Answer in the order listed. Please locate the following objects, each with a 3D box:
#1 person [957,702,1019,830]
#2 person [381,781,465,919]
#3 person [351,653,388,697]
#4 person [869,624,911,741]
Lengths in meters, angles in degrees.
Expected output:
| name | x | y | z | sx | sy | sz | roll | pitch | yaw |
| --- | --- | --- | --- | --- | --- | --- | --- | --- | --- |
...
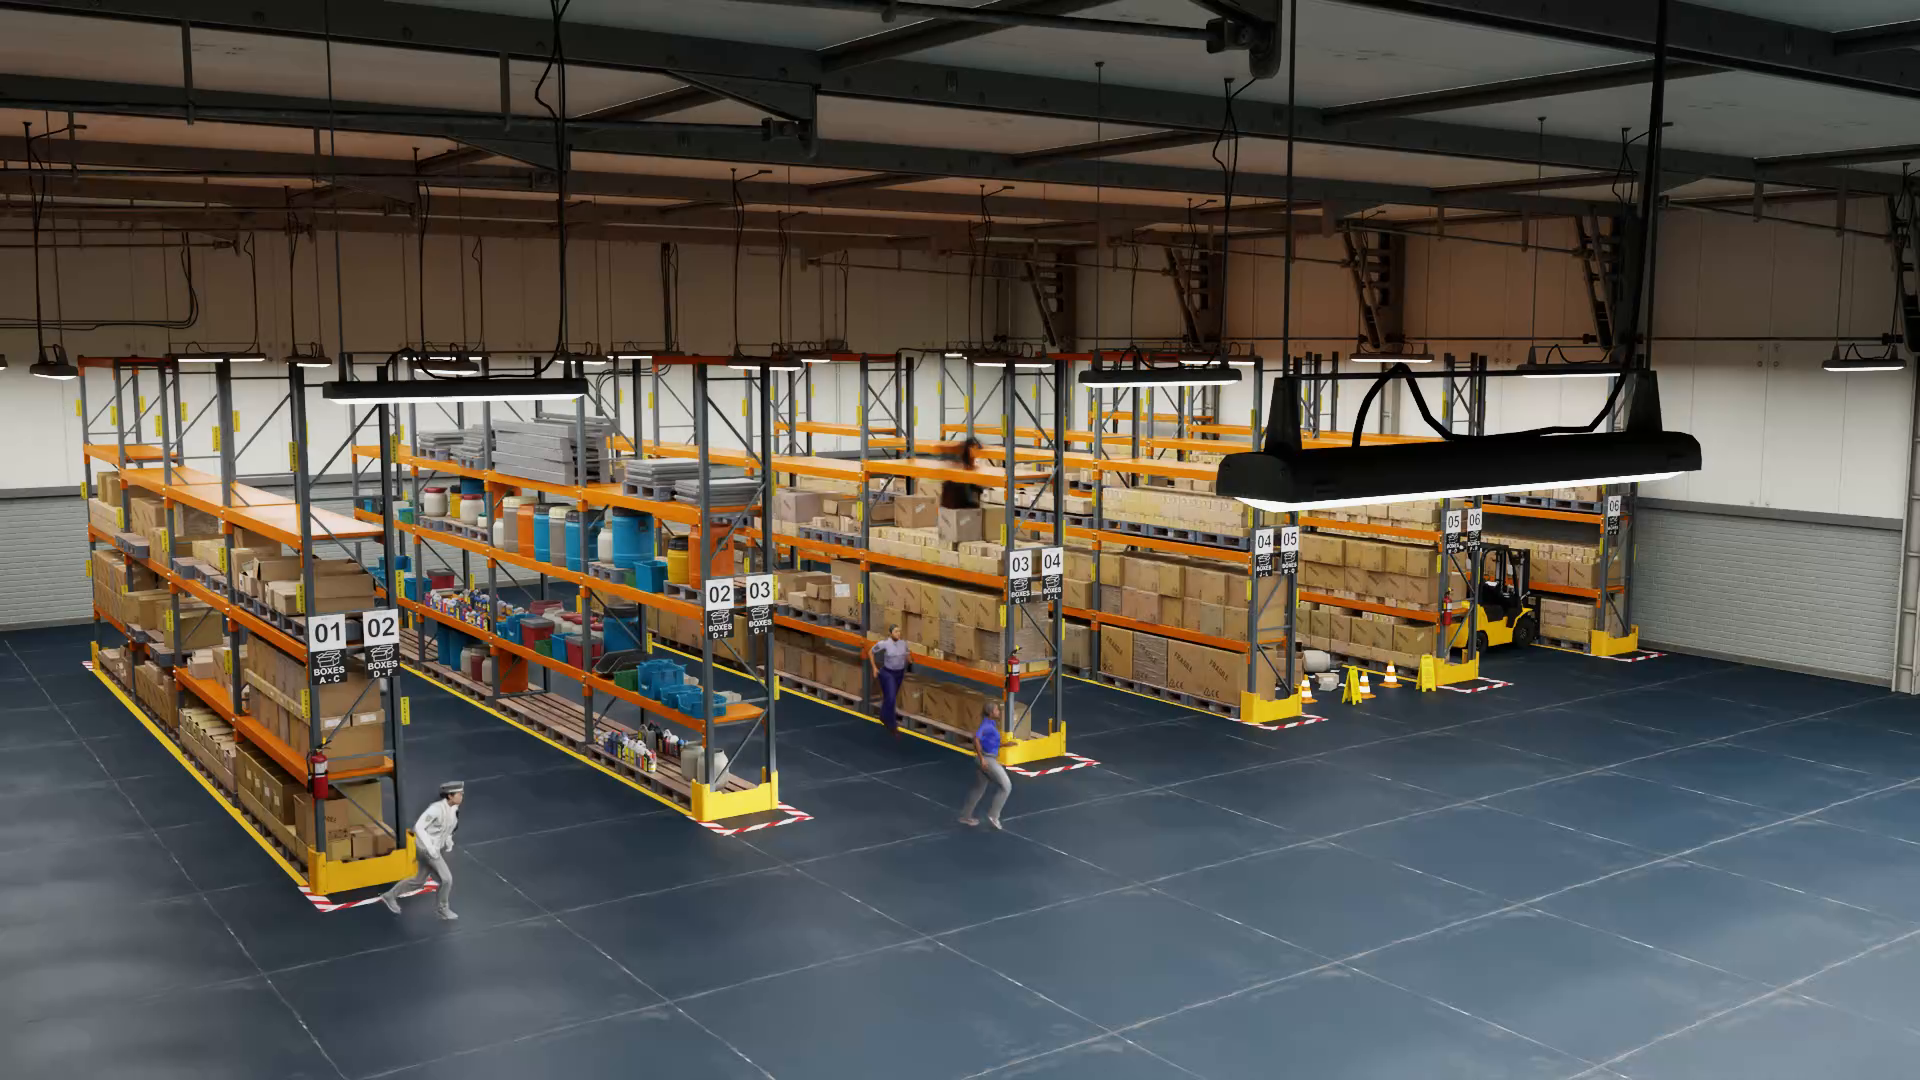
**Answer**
| name | x | y | z | sx | sy | sz | roll | pitch | yaw |
| --- | --- | --- | --- | --- | --- | --- | --- | --- | --- |
| person | 0.378 | 2.923 | 21.470 | 0.794 | 1.694 | 0.536 | -2 | 7 | -14 |
| person | -5.864 | 3.399 | 18.182 | 0.975 | 1.576 | 0.611 | 1 | 7 | 7 |
| person | -9.847 | 2.108 | 27.750 | 0.622 | 1.732 | 0.659 | 7 | 10 | 43 |
| person | -1.022 | 2.174 | 25.545 | 0.570 | 1.750 | 0.775 | -7 | 10 | -44 |
